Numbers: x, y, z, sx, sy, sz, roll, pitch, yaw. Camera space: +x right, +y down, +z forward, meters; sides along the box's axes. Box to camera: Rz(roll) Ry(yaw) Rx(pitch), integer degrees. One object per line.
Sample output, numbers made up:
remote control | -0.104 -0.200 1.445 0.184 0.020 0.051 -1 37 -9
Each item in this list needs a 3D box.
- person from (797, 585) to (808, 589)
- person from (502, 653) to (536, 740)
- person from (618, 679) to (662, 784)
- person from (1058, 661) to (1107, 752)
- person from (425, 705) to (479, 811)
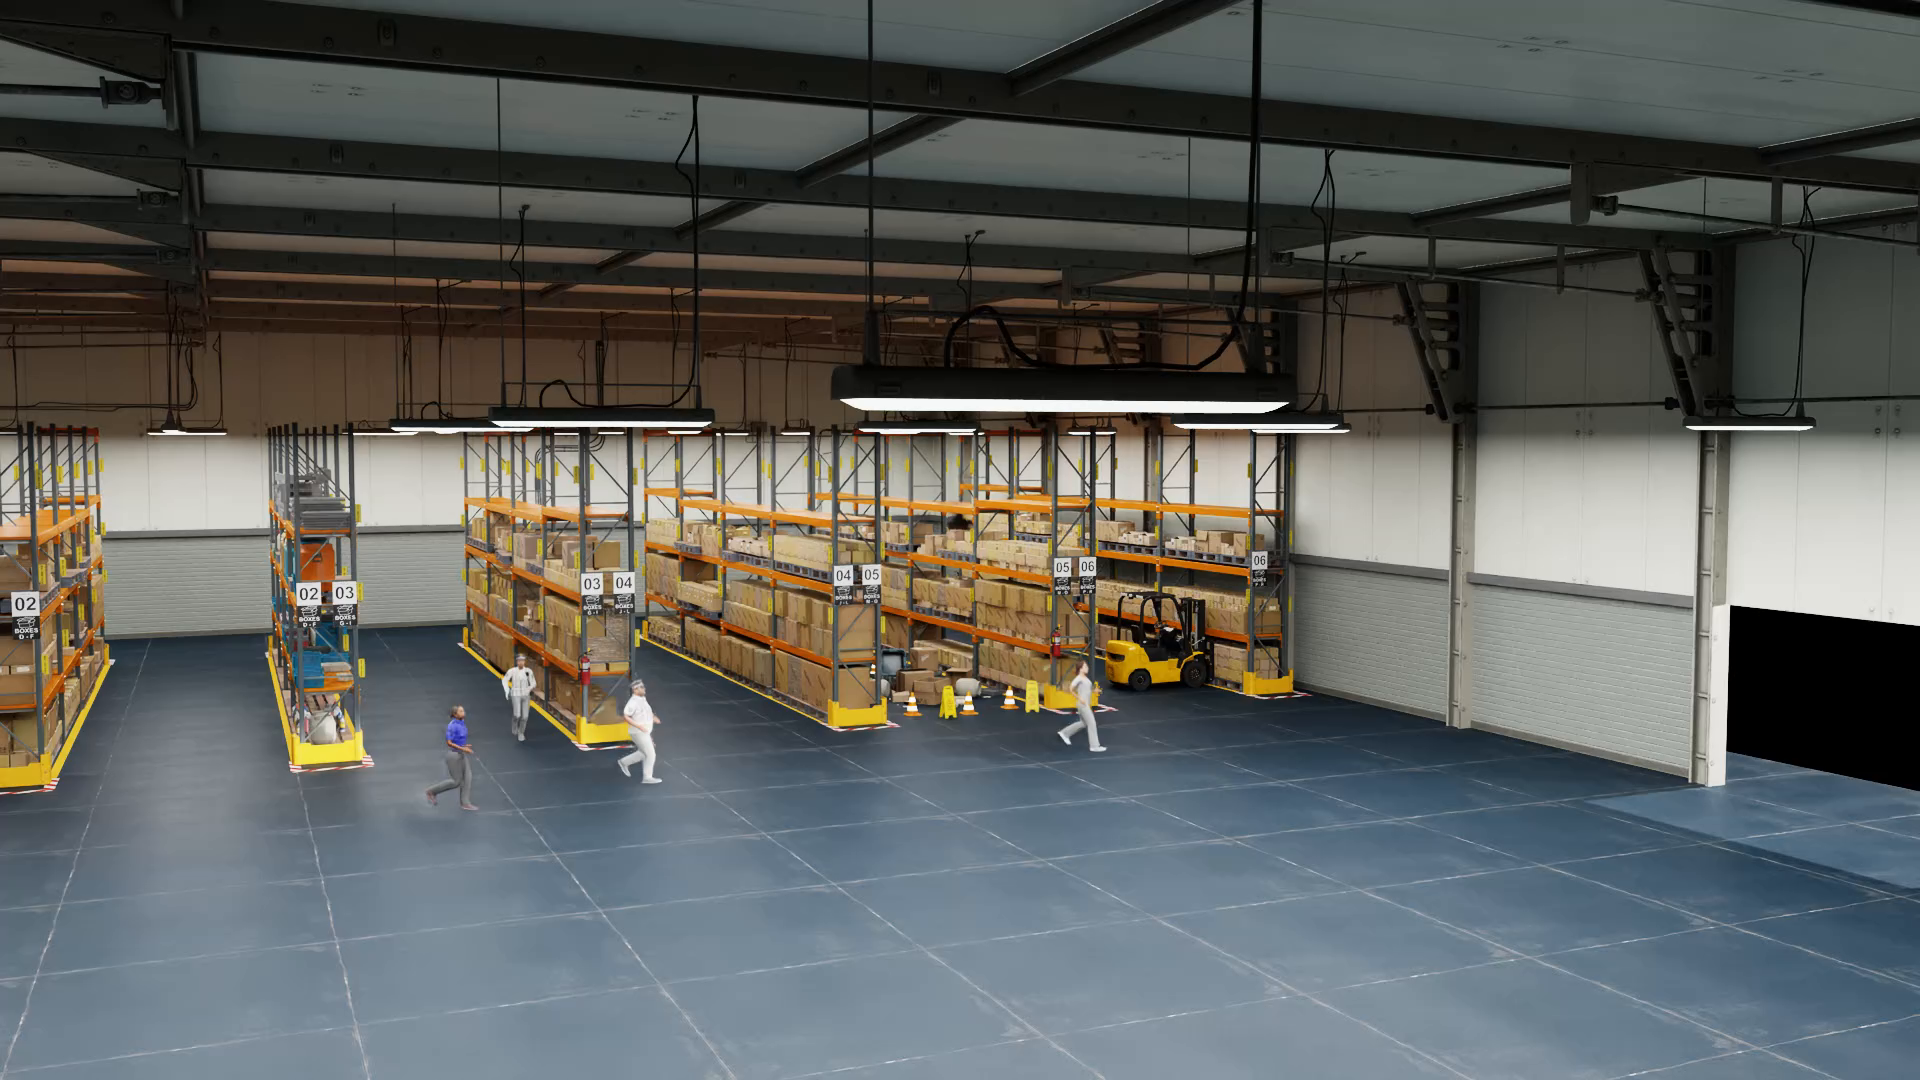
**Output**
person | -4.756 1.733 51.221 0.721 1.736 0.758 0 3 3
person | -8.330 2.972 31.526 0.609 1.664 0.541 -2 4 -24
person | -5.326 3.163 27.571 0.759 1.741 0.672 0 4 5
person | 2.235 3.024 30.401 0.929 1.645 0.574 1 4 18
person | -7.803 3.361 25.609 0.782 1.640 0.586 0 3 0
